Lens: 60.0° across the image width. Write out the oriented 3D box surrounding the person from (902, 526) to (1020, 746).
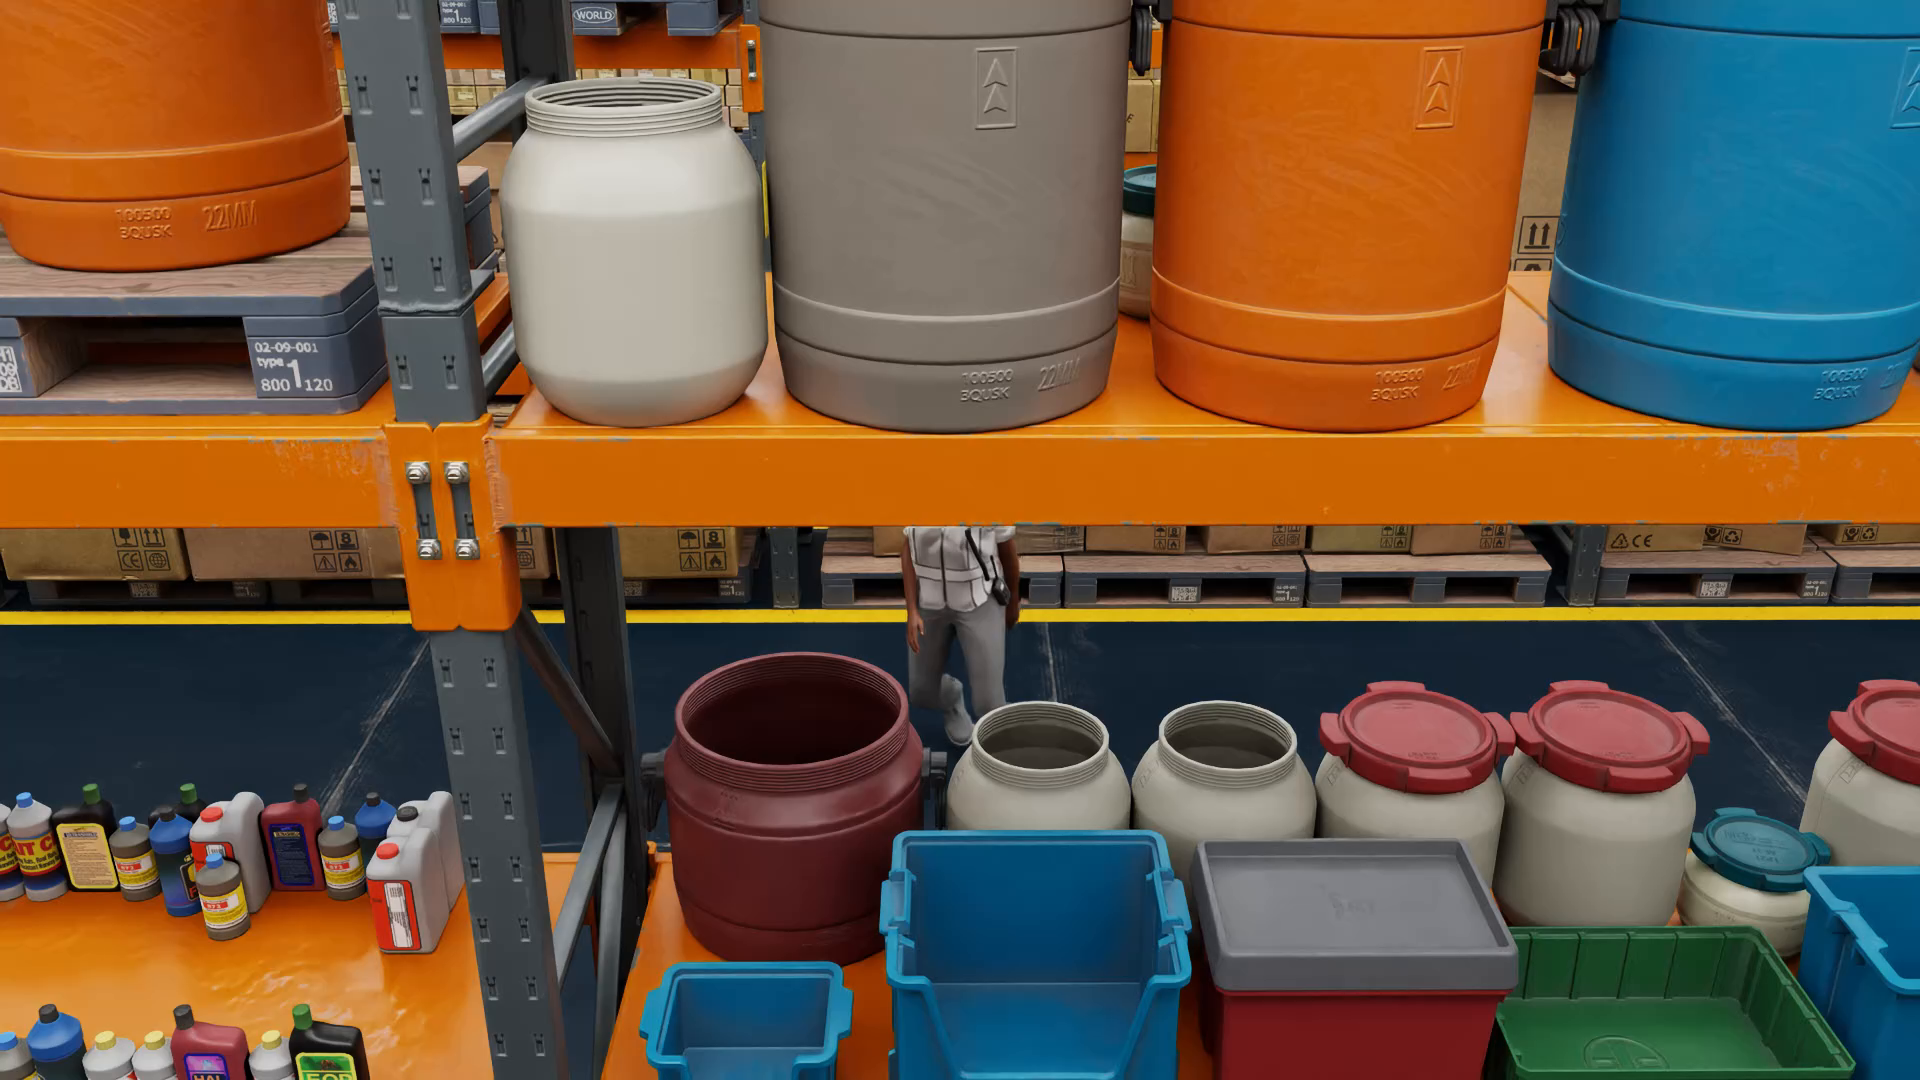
[{"bbox_3d":[0.034,0.248,6.556,0.519,1.631,0.686,8,25,17],"label":"person"}]
